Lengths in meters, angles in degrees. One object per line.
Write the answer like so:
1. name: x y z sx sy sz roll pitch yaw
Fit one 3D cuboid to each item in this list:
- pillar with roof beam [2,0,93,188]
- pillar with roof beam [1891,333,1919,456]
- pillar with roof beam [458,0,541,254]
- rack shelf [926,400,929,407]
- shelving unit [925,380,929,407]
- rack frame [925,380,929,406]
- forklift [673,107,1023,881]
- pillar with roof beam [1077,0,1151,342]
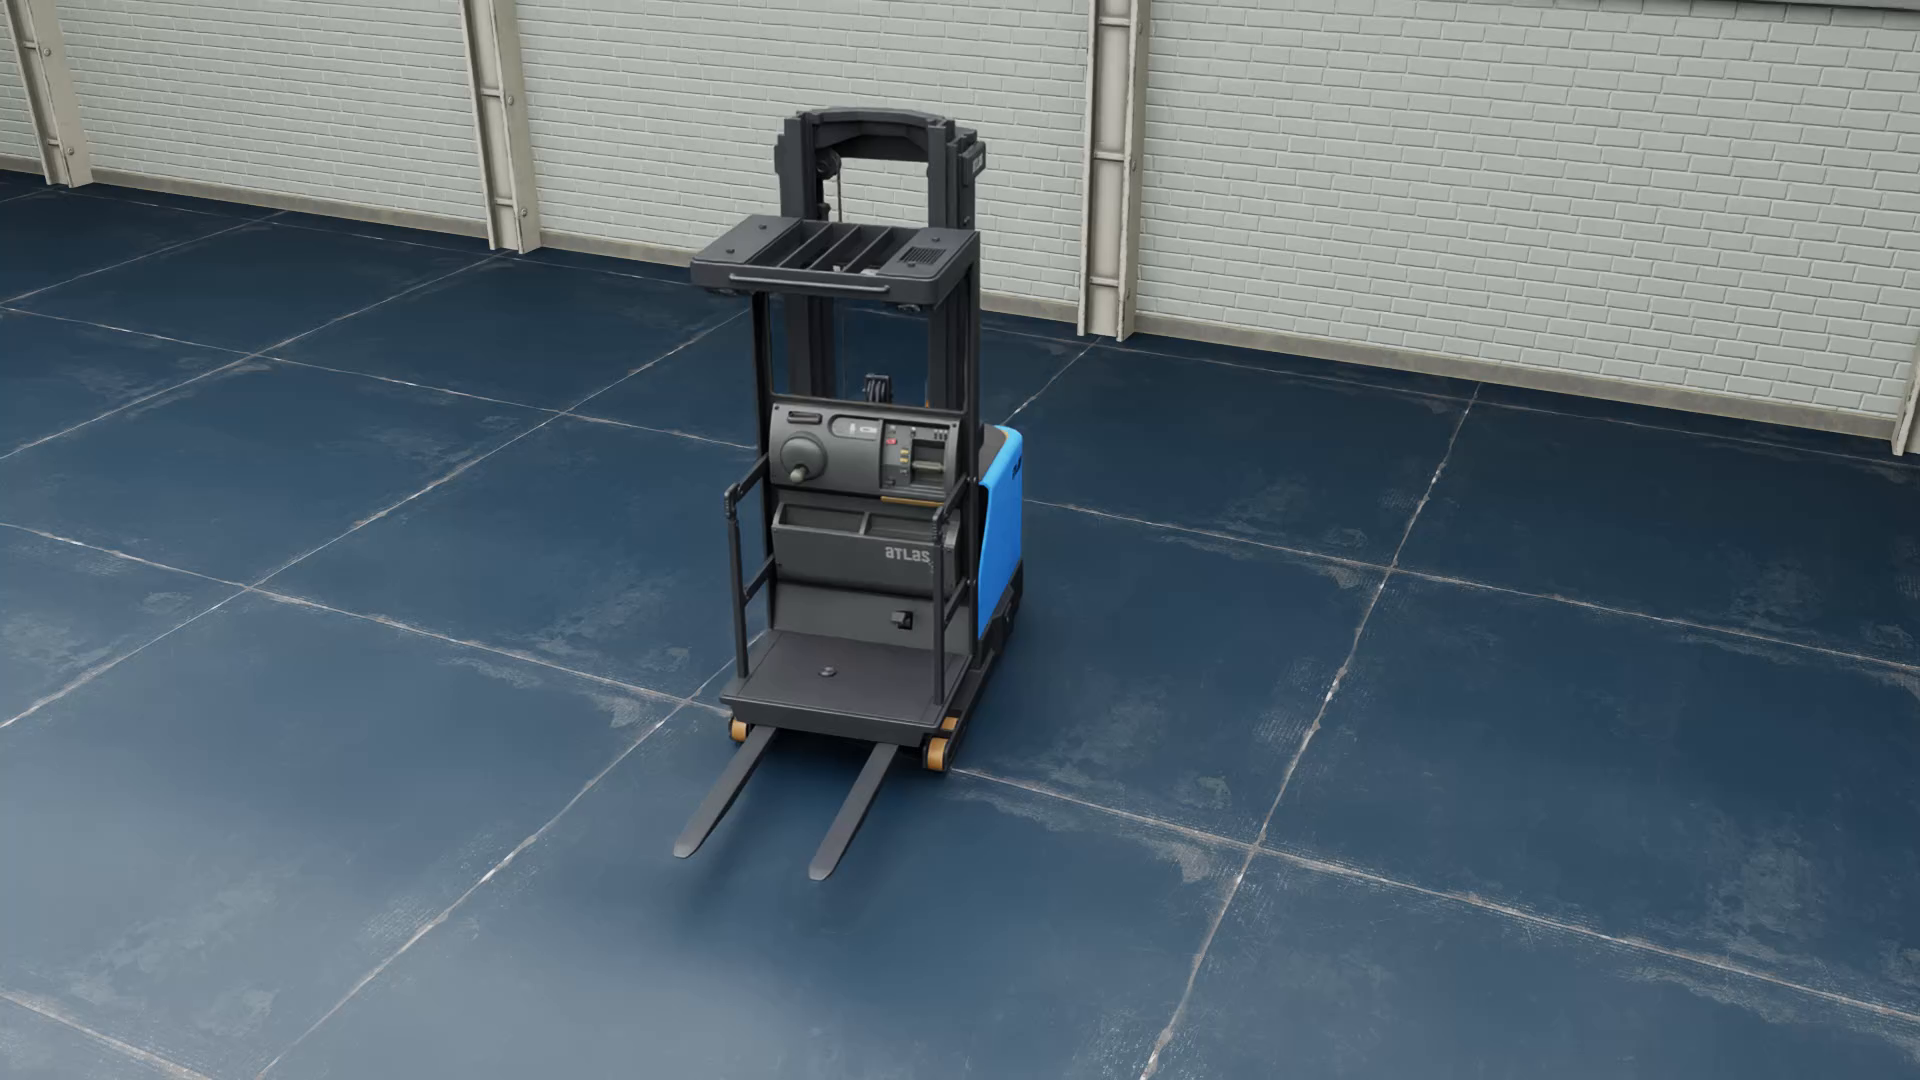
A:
1. pillar with roof beam: -11.499 -6.212 12.680 0.400 9.000 9.100 11 28 22
2. pillar with roof beam: 4.886 -2.921 5.996 0.400 9.000 9.100 11 28 22
3. pillar with roof beam: -6.037 -5.115 10.452 0.400 9.000 9.100 11 28 22
4. rack shelf: -0.049 -0.726 9.917 0.240 0.259 0.215 11 28 22
5. shelving unit: -0.049 -0.481 10.038 0.252 1.050 0.215 11 28 22
6. rack frame: -0.160 -0.503 10.083 0.008 1.050 0.200 11 28 22
7. forklift: -0.510 -0.390 7.724 1.130 2.935 3.031 7 27 13
8. pillar with roof beam: -0.576 -4.018 8.224 0.400 9.000 9.100 11 28 22
